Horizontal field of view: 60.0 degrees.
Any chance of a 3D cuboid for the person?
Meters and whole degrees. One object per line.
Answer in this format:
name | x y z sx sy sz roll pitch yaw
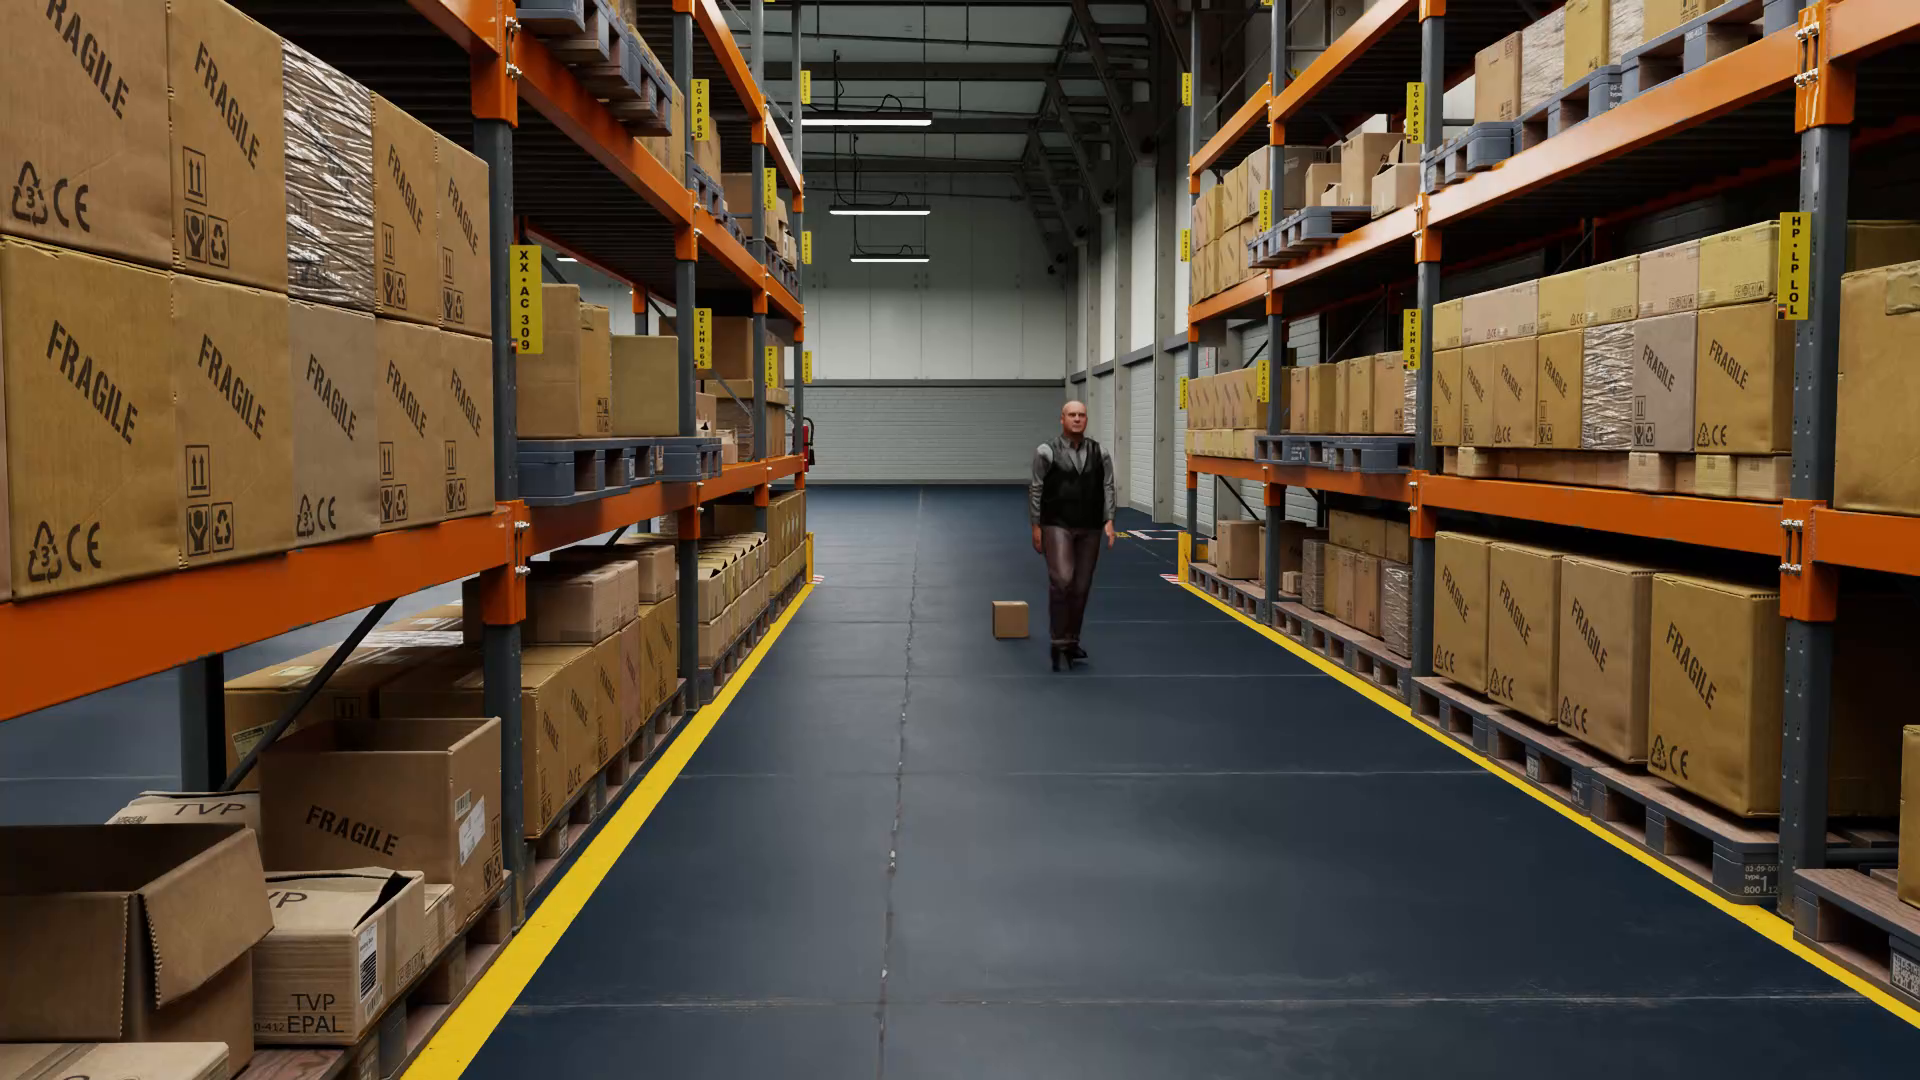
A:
person | 0.748 -0.018 10.901 0.550 1.783 0.592 -1 4 -15
